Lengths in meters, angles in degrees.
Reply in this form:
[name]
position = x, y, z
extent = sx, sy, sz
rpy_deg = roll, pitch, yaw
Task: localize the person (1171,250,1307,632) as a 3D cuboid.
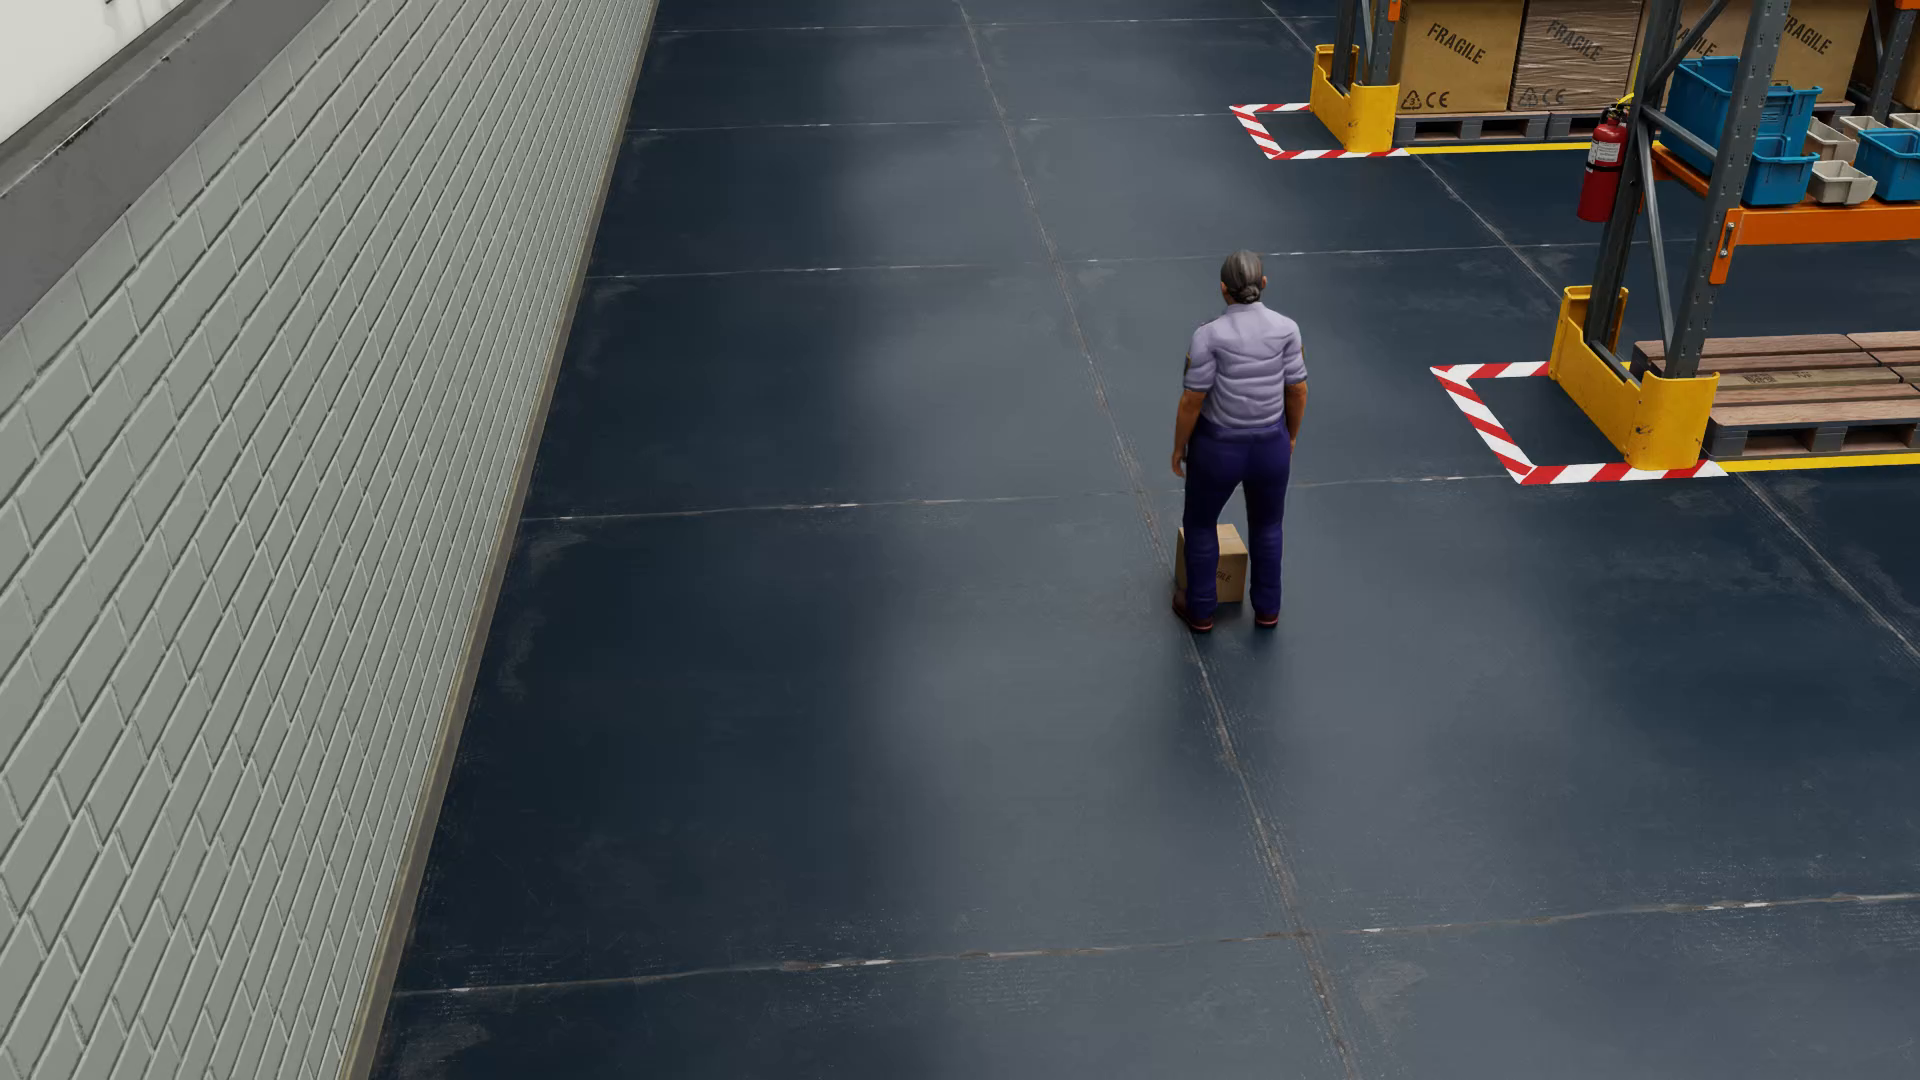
[person]
position = 1.136, -0.371, 6.751
extent = 0.564, 1.652, 0.369
rpy_deg = -4, 32, -7
